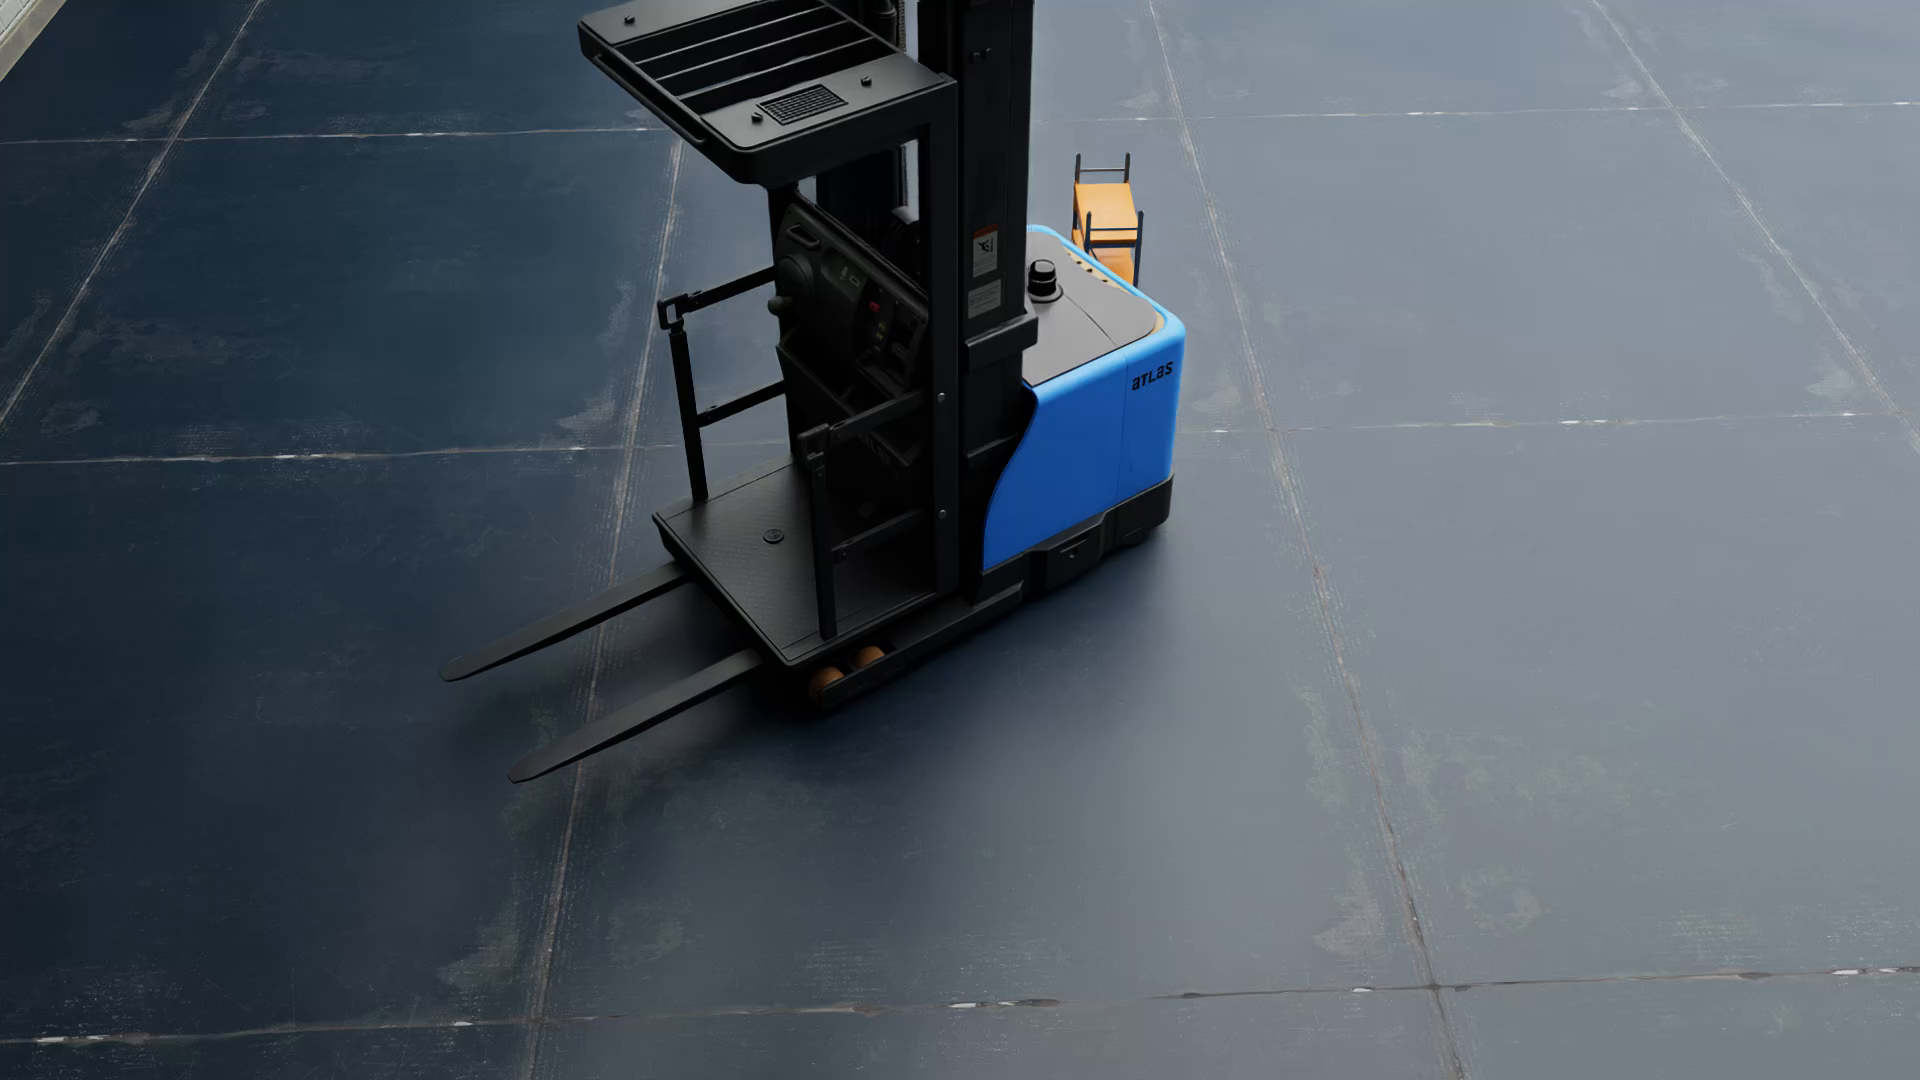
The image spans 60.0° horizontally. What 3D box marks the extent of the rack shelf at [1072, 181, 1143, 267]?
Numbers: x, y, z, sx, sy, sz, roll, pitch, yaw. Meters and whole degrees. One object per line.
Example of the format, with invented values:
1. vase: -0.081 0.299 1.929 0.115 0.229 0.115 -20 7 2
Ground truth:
1. rack shelf: 0.642 -1.388 7.295 0.258 0.148 0.480 -1 43 -2

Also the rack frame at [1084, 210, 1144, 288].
1. rack frame: 0.652 -0.934 7.381 0.240 1.200 0.015 -1 43 -2

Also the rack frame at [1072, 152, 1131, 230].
1. rack frame: 0.633 -1.263 7.740 0.240 1.200 0.015 -1 43 -2

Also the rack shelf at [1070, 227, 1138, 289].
1. rack shelf: 0.642 -1.214 7.455 0.258 0.148 0.480 -1 43 -2

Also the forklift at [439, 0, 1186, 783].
1. forklift: -0.575 -0.826 5.982 3.031 2.935 1.130 -26 49 -26

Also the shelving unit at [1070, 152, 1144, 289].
1. shelving unit: 0.642 -1.098 7.560 0.258 1.200 0.503 -1 43 -2
